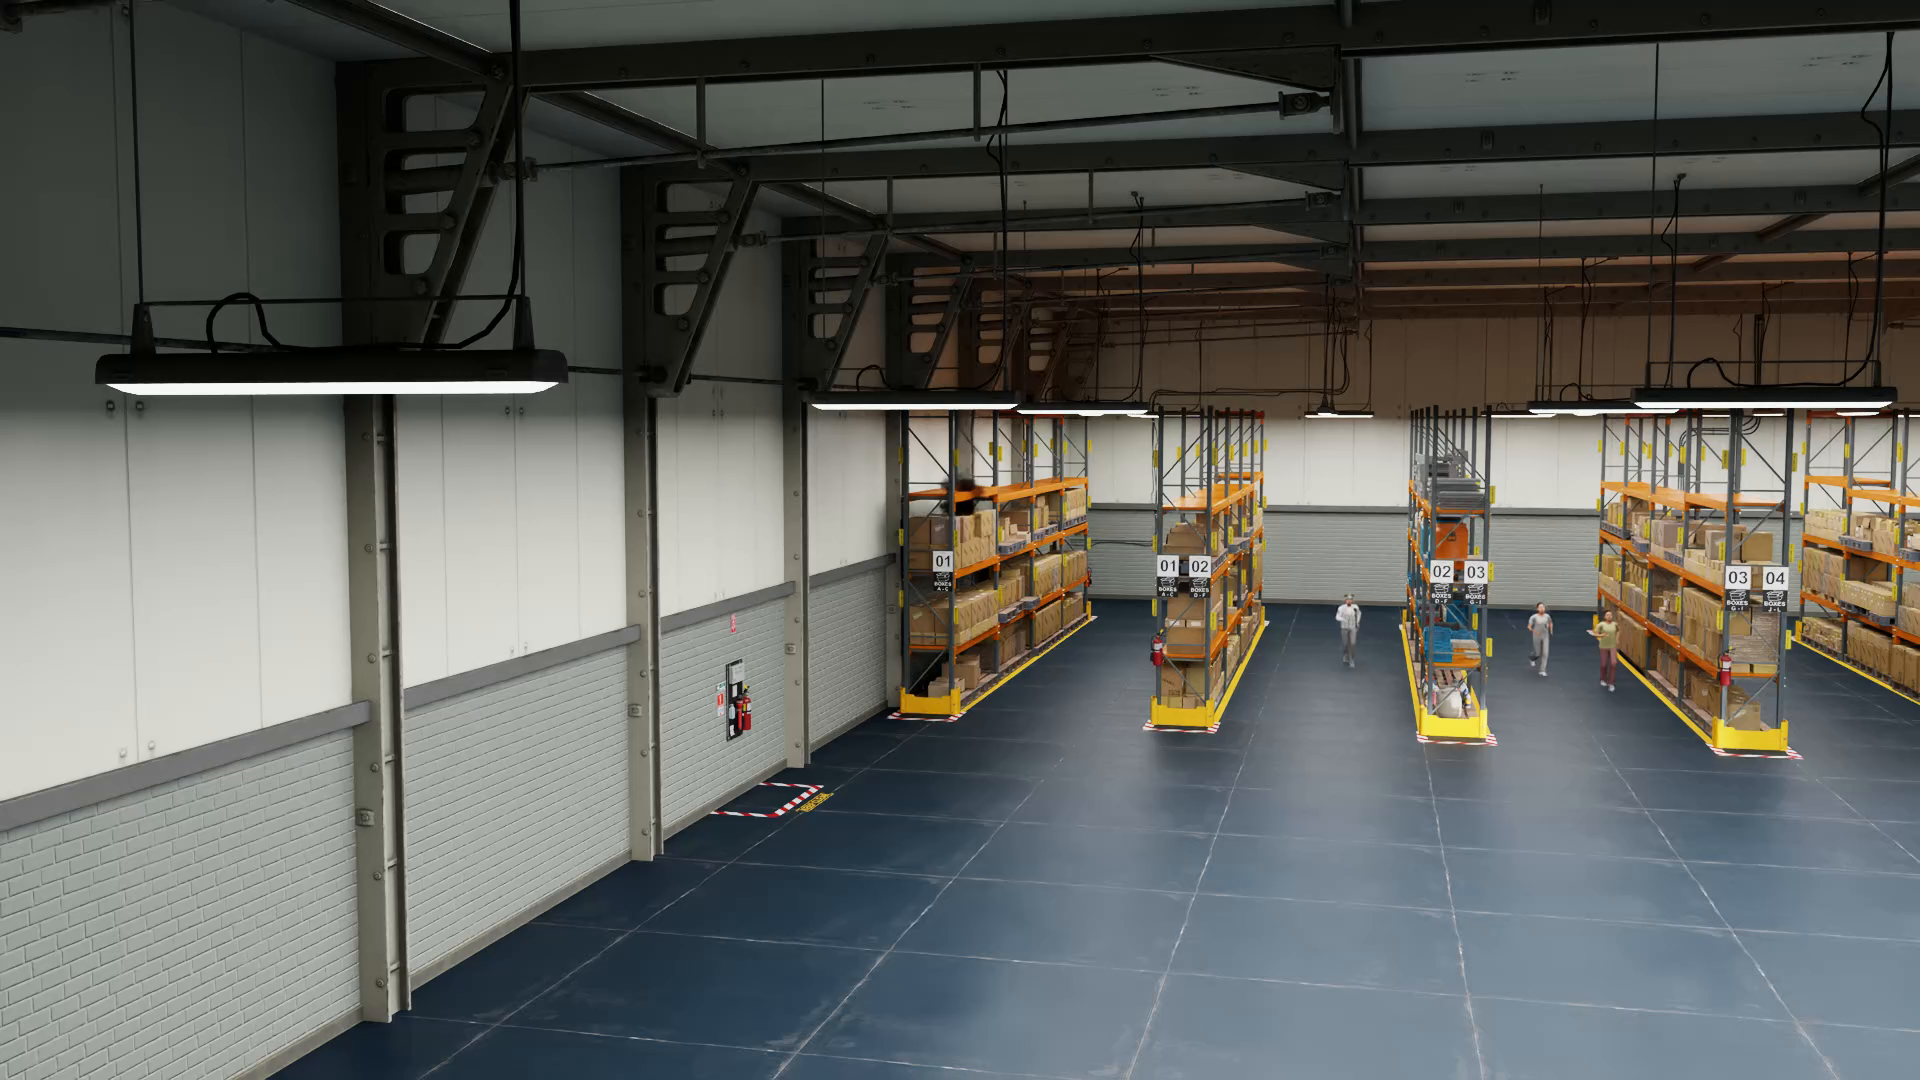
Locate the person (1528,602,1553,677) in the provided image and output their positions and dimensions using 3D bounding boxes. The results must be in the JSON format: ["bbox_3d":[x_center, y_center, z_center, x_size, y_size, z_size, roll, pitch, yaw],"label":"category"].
[{"bbox_3d":[13.104,2.220,37.491,0.583,1.635,0.894,0,4,2],"label":"person"}]

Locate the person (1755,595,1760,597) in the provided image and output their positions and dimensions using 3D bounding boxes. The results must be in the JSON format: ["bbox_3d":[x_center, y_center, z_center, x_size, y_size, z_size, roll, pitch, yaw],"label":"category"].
[{"bbox_3d":[19.528,1.878,41.182,0.671,1.763,0.664,1,4,14],"label":"person"}]

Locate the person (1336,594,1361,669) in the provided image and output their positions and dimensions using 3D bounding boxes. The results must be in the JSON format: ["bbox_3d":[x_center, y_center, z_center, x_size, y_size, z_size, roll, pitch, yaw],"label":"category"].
[{"bbox_3d":[9.070,2.088,38.848,0.562,1.719,0.857,1,4,13],"label":"person"}]

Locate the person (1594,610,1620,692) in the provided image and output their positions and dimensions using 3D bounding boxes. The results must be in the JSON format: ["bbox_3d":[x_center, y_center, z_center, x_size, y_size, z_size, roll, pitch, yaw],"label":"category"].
[{"bbox_3d":[13.797,2.337,35.426,0.562,1.713,0.721,1,4,12],"label":"person"}]
